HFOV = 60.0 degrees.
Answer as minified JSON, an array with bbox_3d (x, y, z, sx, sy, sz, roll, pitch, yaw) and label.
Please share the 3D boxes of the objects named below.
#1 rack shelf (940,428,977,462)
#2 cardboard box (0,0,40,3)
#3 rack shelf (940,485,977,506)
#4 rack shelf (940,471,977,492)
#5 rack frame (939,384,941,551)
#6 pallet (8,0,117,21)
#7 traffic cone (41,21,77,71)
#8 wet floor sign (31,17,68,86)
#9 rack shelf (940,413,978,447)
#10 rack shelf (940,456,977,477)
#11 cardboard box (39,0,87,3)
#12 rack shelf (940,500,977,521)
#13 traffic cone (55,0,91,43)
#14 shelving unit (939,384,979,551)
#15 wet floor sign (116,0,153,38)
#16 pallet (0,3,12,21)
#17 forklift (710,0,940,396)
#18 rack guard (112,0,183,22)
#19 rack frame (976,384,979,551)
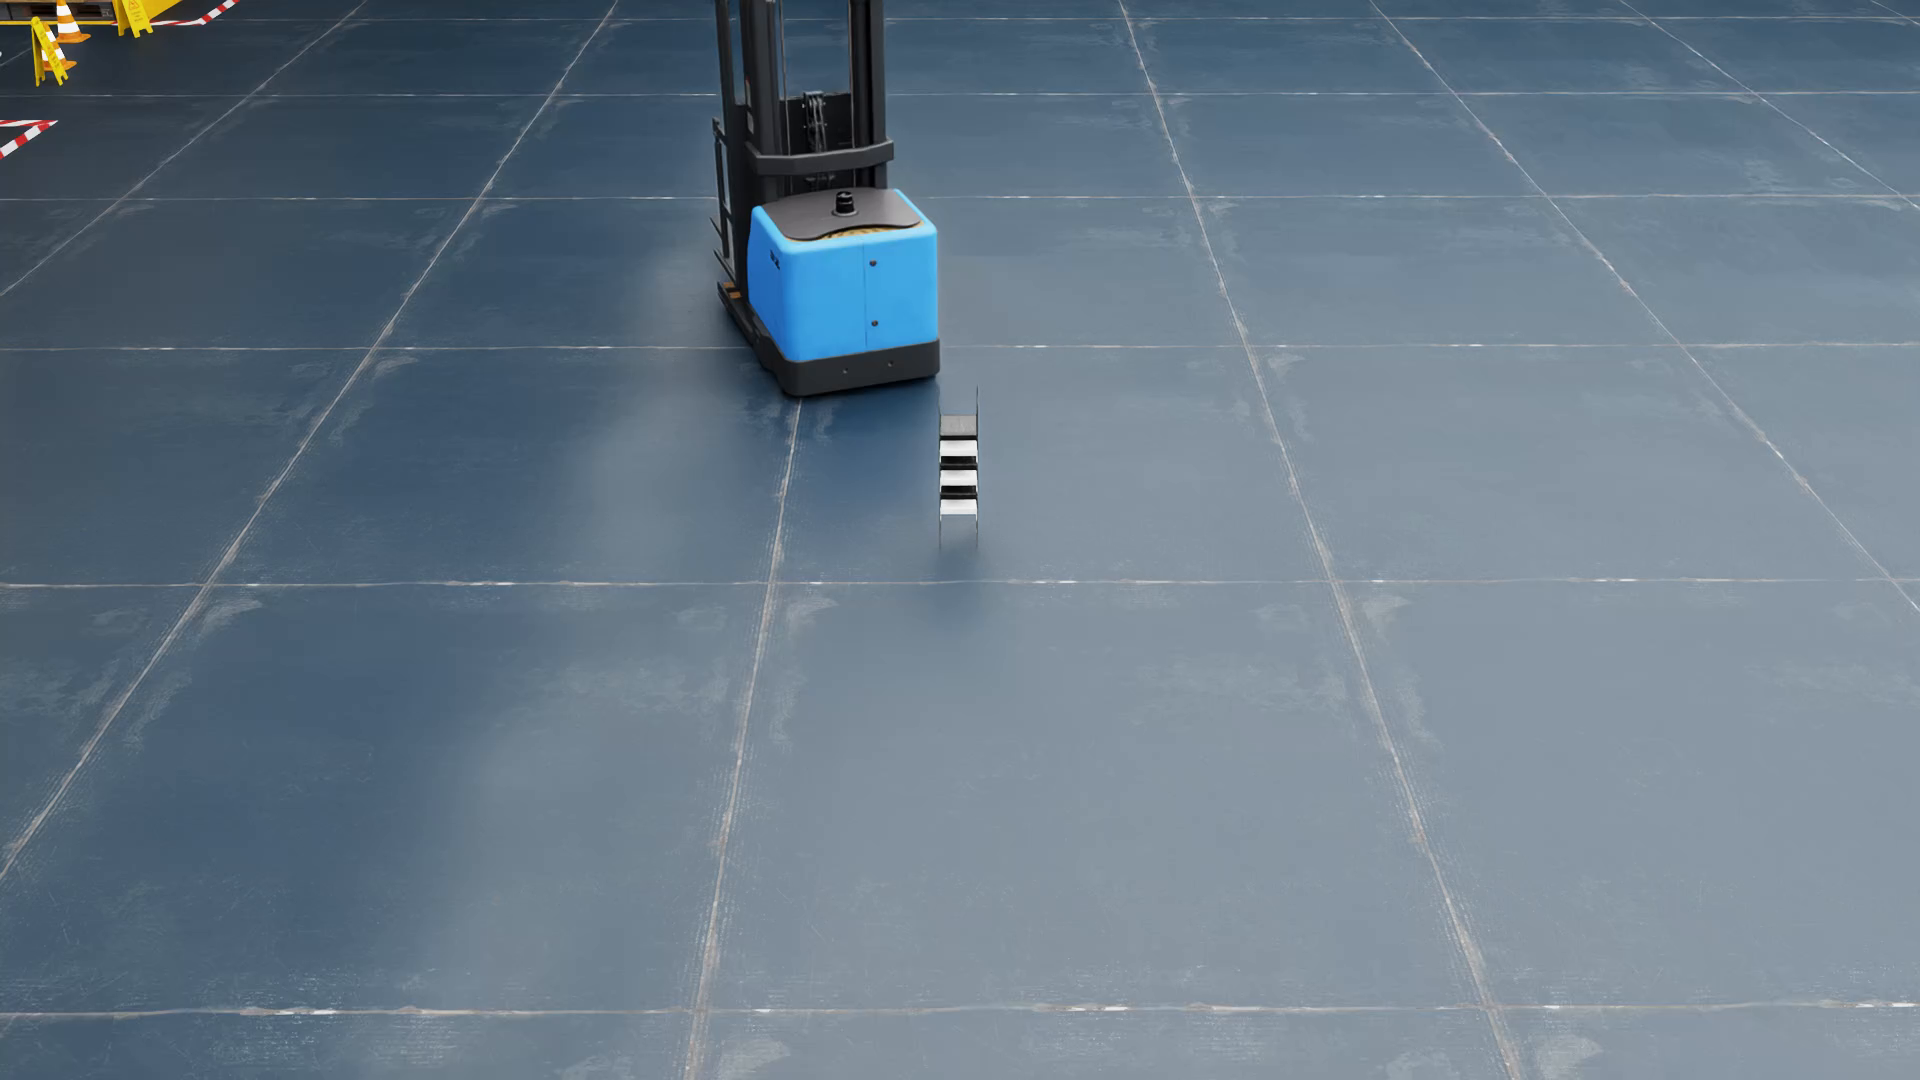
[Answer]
[{"bbox_3d":[-0.008,-0.510,8.940,0.200,0.077,0.258,0,31,0],"label":"rack shelf"},{"bbox_3d":[-10.715,-6.349,19.068,0.500,0.250,0.500,0,31,0],"label":"cardboard box"},{"bbox_3d":[-0.008,-0.279,9.081,0.200,0.077,0.258,0,31,0],"label":"rack shelf"},{"bbox_3d":[-0.008,-0.356,9.034,0.200,0.077,0.258,0,31,0],"label":"rack shelf"},{"bbox_3d":[-0.110,-0.384,9.016,0.006,0.900,0.240,0,31,0],"label":"rack frame"},{"bbox_3d":[-10.279,-6.308,19.443,1.213,0.211,1.003,0,31,0],"label":"pallet"},{"bbox_3d":[-9.466,-5.155,17.300,0.334,0.463,0.336,0,31,0],"label":"traffic cone"},{"bbox_3d":[-9.243,-4.938,16.766,0.232,0.644,0.267,-5,32,-9],"label":"wet floor sign"},{"bbox_3d":[-0.008,-0.587,8.894,0.200,0.077,0.258,0,31,0],"label":"rack shelf"},{"bbox_3d":[-0.008,-0.433,8.987,0.200,0.077,0.258,0,31,0],"label":"rack shelf"},{"bbox_3d":[-10.221,-6.346,19.064,0.500,0.250,0.500,0,31,-1],"label":"cardboard box"},{"bbox_3d":[-0.008,-0.202,9.127,0.200,0.077,0.258,0,31,0],"label":"rack shelf"},{"bbox_3d":[-9.813,-5.729,18.247,0.334,0.463,0.336,0,31,0],"label":"traffic cone"},{"bbox_3d":[-0.008,-0.385,9.017,0.210,0.900,0.258,0,31,0],"label":"shelving unit"},{"bbox_3d":[-9.194,-5.924,18.391,0.232,0.644,0.267,10,33,17],"label":"wet floor sign"},{"bbox_3d":[-11.496,-6.306,19.439,1.213,0.211,1.003,0,31,0],"label":"pallet"},{"bbox_3d":[-1.113,-2.927,11.249,1.130,2.935,3.031,-11,33,-17],"label":"forklift"},{"bbox_3d":[-9.467,-6.416,19.342,0.348,0.500,1.175,0,31,0],"label":"rack guard"},{"bbox_3d":[0.094,-0.385,9.017,0.006,0.900,0.240,0,31,0],"label":"rack frame"}]
